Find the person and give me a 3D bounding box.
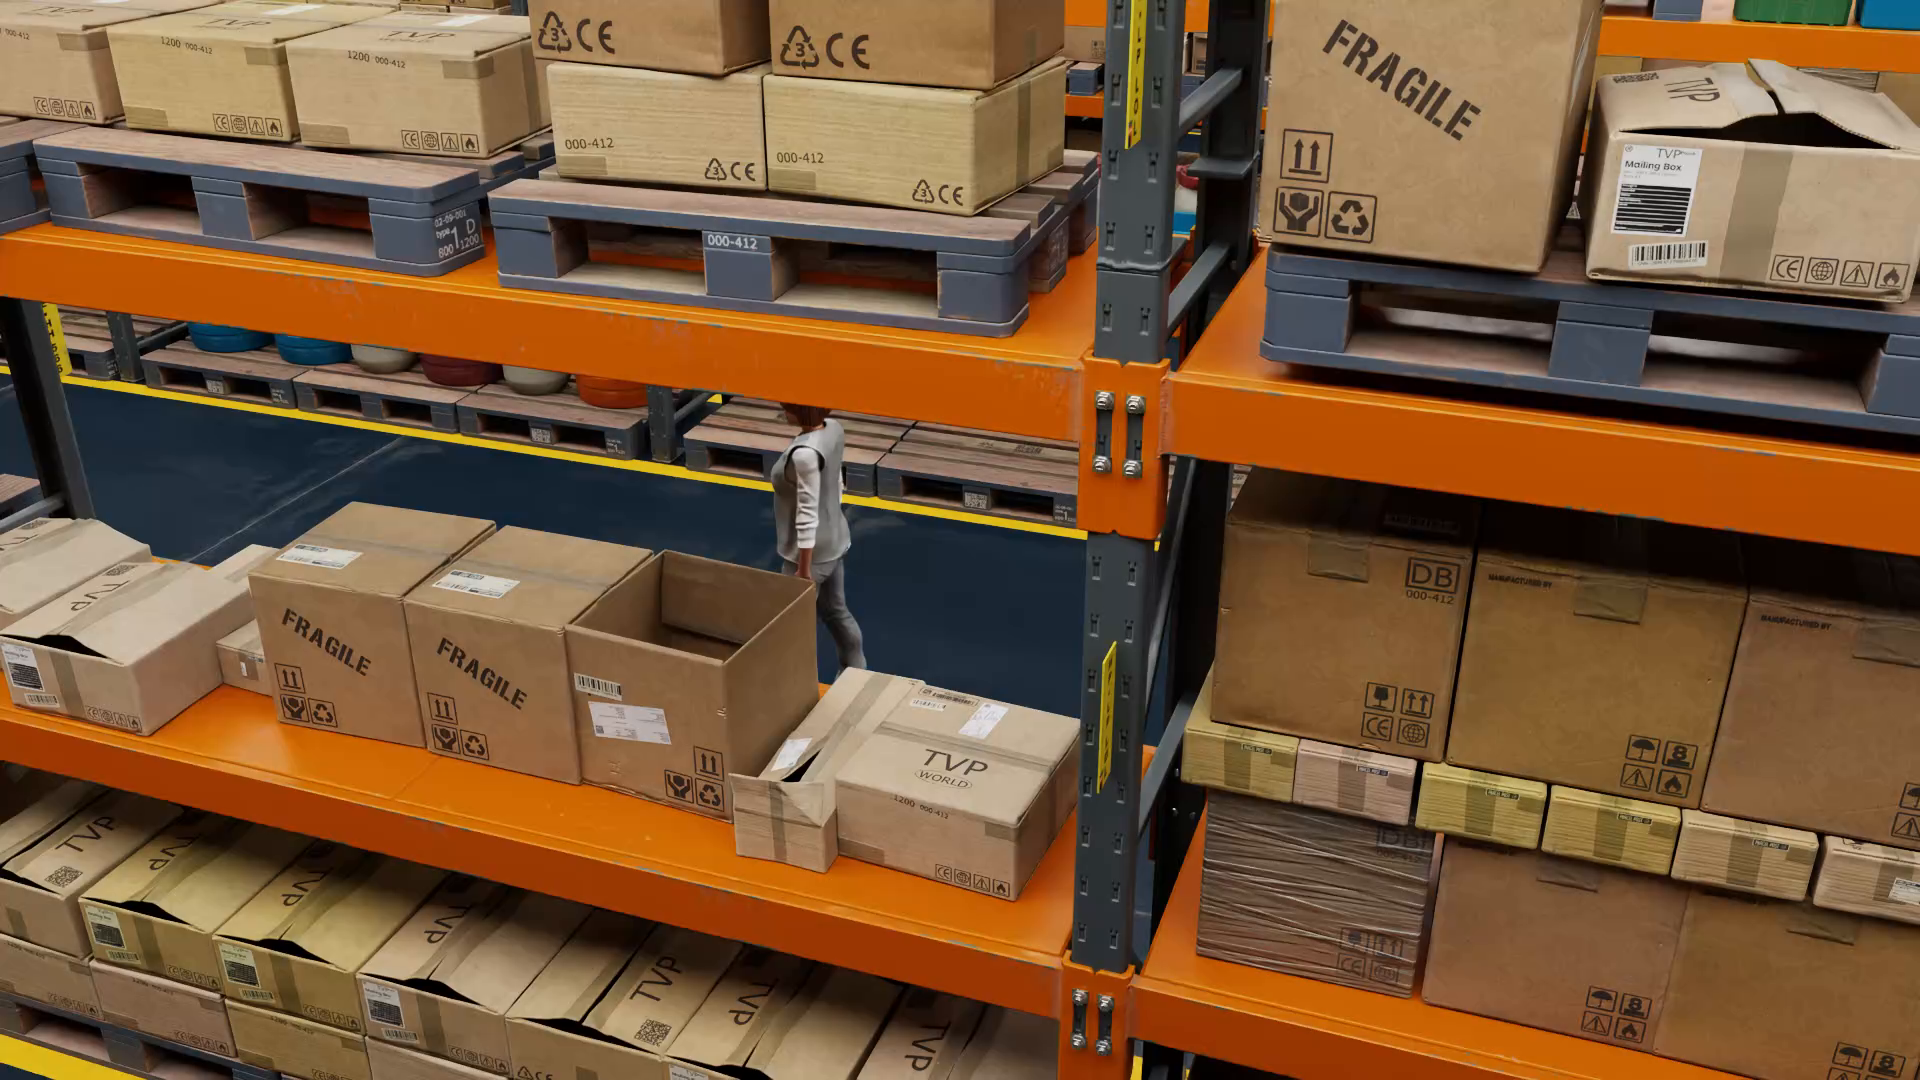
[{"bbox_3d":[-0.672,0.090,7.054,0.538,1.488,0.431,6,27,11],"label":"person"}]
